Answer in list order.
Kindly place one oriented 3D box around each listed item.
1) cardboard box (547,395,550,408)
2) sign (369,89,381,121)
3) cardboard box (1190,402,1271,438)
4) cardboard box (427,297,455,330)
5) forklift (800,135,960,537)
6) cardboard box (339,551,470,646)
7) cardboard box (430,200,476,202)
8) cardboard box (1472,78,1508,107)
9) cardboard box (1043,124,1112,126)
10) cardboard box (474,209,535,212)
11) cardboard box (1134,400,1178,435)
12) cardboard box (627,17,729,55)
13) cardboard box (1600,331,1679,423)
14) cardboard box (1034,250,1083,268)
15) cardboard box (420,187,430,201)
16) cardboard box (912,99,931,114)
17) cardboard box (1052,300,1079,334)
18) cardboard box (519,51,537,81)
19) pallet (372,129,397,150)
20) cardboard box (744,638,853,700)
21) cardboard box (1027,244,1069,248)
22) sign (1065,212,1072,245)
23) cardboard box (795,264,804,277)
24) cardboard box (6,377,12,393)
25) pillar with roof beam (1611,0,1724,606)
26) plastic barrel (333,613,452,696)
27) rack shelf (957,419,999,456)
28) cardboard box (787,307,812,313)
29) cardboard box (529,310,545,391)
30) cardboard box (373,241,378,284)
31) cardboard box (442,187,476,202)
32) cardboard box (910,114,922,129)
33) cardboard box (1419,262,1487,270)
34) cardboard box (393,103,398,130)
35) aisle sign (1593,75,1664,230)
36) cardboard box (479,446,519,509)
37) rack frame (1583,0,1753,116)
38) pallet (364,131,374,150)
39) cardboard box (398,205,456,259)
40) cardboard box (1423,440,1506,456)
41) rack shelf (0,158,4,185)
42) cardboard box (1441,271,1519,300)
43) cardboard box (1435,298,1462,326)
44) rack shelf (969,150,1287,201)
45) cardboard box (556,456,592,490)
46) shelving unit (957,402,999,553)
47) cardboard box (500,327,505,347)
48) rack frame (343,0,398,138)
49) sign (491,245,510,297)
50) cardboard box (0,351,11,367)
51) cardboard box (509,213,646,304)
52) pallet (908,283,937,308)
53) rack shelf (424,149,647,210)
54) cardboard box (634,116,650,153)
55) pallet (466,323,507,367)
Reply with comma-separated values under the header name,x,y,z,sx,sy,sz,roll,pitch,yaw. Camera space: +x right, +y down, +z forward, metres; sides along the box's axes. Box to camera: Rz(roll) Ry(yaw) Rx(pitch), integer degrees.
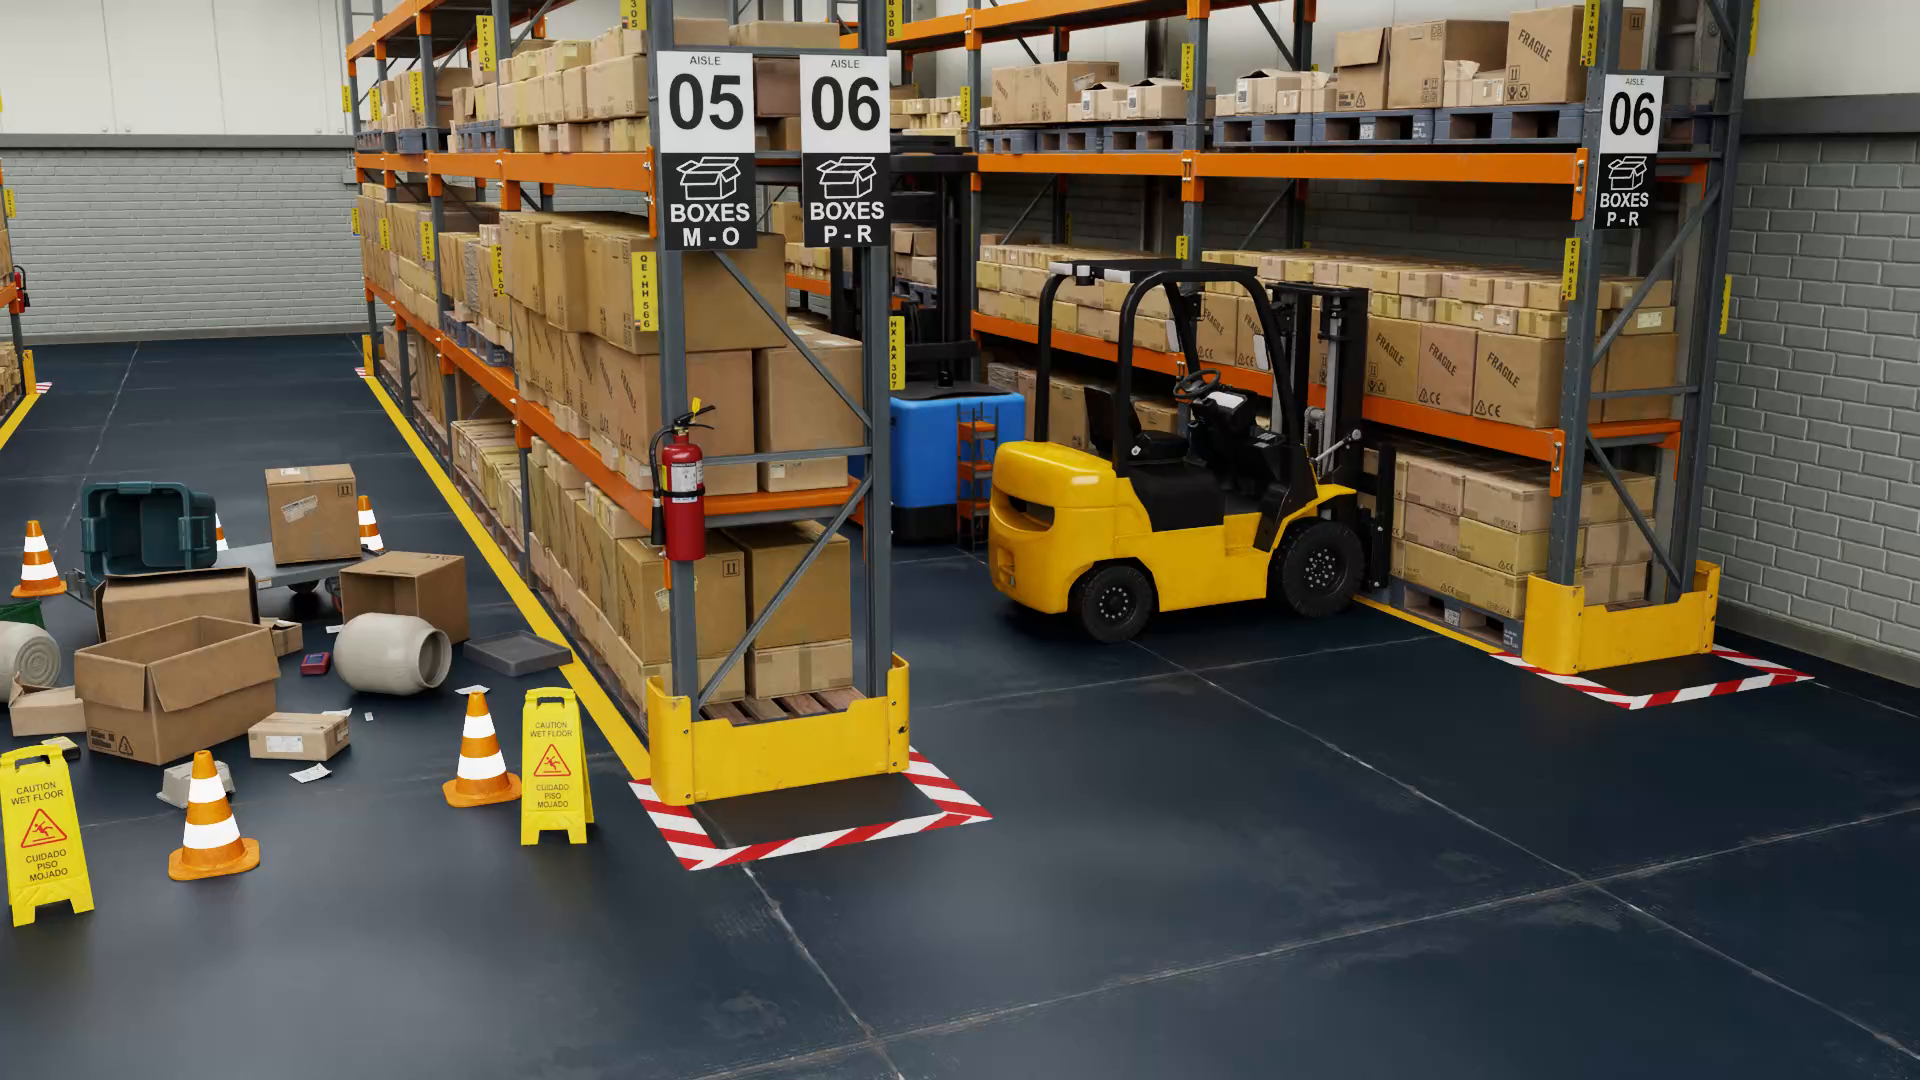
name,x,y,z,sx,sy,sz,roll,pitch,yaw
cardboard box,-2.277,-0.869,10.030,0.380,0.149,0.250,-6,14,-23
sign,-6.105,-4.539,17.356,0.100,0.325,0.005,-6,14,-23
cardboard box,2.061,-0.858,12.374,0.500,0.250,0.500,-6,14,-24
cardboard box,-4.435,-2.020,14.776,0.500,0.250,0.500,-6,14,-25
forklift,-0.589,-1.706,13.239,1.121,2.935,3.031,-6,14,-25
cardboard box,-3.210,0.376,9.632,0.500,0.500,0.500,4,14,16
cardboard box,-5.565,-3.494,18.375,0.500,0.500,0.500,-6,14,-23
cardboard box,3.147,-2.544,9.461,0.380,0.149,0.250,-6,14,-25
cardboard box,1.077,-3.976,15.423,0.500,0.250,0.500,-6,14,-23
cardboard box,-4.175,-2.773,15.260,0.500,0.500,0.500,-6,14,-23
cardboard box,1.935,-0.789,13.460,0.875,0.625,0.625,-5,14,-20
cardboard box,-1.196,-2.129,7.054,0.380,0.149,0.250,-5,14,-22
cardboard box,3.813,-0.984,9.747,0.500,0.500,0.500,-5,14,-21
cardboard box,0.889,-2.525,14.967,0.380,0.149,0.250,-5,14,-22
cardboard box,-6.018,-3.789,18.211,0.380,0.149,0.250,-5,14,-22
cardboard box,-0.273,-4.449,17.075,0.380,0.149,0.250,-6,14,-24
cardboard box,1.122,-1.956,14.503,0.500,0.250,0.500,-5,14,-21
cardboard box,-2.256,-2.655,9.325,0.380,0.149,0.250,-6,14,-23
pallet,-5.915,-4.426,18.386,1.003,0.211,1.213,-6,14,-23
cardboard box,-10.327,0.669,4.693,20.716,1.739,1.673,-6,14,-23
cardboard box,0.868,-2.776,16.054,0.380,0.149,0.250,-5,14,-21
sign,1.059,-3.076,16.438,0.100,0.325,0.005,-6,14,-23
cardboard box,-1.868,-3.418,21.043,0.380,0.149,0.250,-6,14,-24
cardboard box,-10.799,-1.719,18.536,0.380,0.149,0.250,-6,14,-25
pillar with roof beam,0.359,-3.567,7.825,9.100,9.000,0.400,-6,14,-23
plastic barrel,-3.004,0.606,8.811,0.512,0.421,0.421,4,14,16
rack shelf,0.126,-0.721,11.944,0.215,0.259,0.240,-6,14,-25
cardboard box,-2.494,-2.967,23.142,0.797,0.503,0.637,-6,14,-25
cardboard box,-2.249,-1.161,9.853,0.500,0.500,0.500,-6,14,-23
cardboard box,-6.638,-3.277,19.656,0.500,0.500,0.500,-5,14,-21
cardboard box,-5.485,-3.778,18.165,0.380,0.149,0.250,-6,14,-24
cardboard box,-0.302,-4.363,17.364,0.380,0.149,0.250,-5,14,-21
cardboard box,3.225,-1.728,10.865,0.380,0.149,0.250,-6,14,-23
cardboard box,-5.186,-4.029,15.842,0.396,0.266,0.258,-4,14,-18
aisle sign,3.514,-2.034,8.742,0.394,0.787,0.004,-6,14,-23
cardboard box,-3.176,-0.509,12.815,0.950,0.372,0.625,-5,14,-21
rack frame,3.757,-3.731,8.532,1.000,3.000,0.127,-6,14,-23
pallet,-6.400,-4.678,19.473,1.003,0.211,1.213,-6,14,-23
cardboard box,-5.256,-3.050,16.459,0.500,0.500,0.500,-6,14,-24
cardboard box,3.344,-0.484,10.756,0.500,0.250,0.500,-6,14,-23
rack shelf,-10.893,-3.894,17.486,1.077,0.370,4.000,-6,14,-23
cardboard box,3.132,-1.530,10.010,0.380,0.149,0.250,-6,14,-23
cardboard box,3.095,-1.380,10.021,0.380,0.149,0.250,-6,14,-23
rack shelf,1.353,-3.158,14.307,1.077,0.370,4.000,-6,14,-23
cardboard box,-2.090,-0.393,9.479,0.380,0.149,0.250,-5,14,-20
shelving unit,0.126,-0.454,12.005,0.215,1.050,0.252,-6,14,-25
cardboard box,-2.941,-1.405,11.413,0.380,0.149,0.250,-6,14,-25
rack frame,-7.199,-6.587,20.874,1.000,3.000,0.127,-6,14,-23
sign,-2.899,-1.698,10.488,0.100,0.325,0.005,-6,14,-23
cardboard box,-10.777,-2.007,18.459,0.380,0.149,0.250,-5,14,-21
cardboard box,-2.230,-1.648,9.739,0.700,0.500,0.500,-6,14,-23
pallet,0.216,-2.501,16.949,1.213,0.211,1.003,-6,14,-23
rack shelf,-3.193,-2.709,12.366,1.077,0.370,4.000,-6,14,-23
cardboard box,-1.189,-1.746,7.167,0.380,0.149,0.250,-6,14,-23
pallet,-3.164,-1.513,12.679,1.003,0.211,1.213,-6,14,-23
